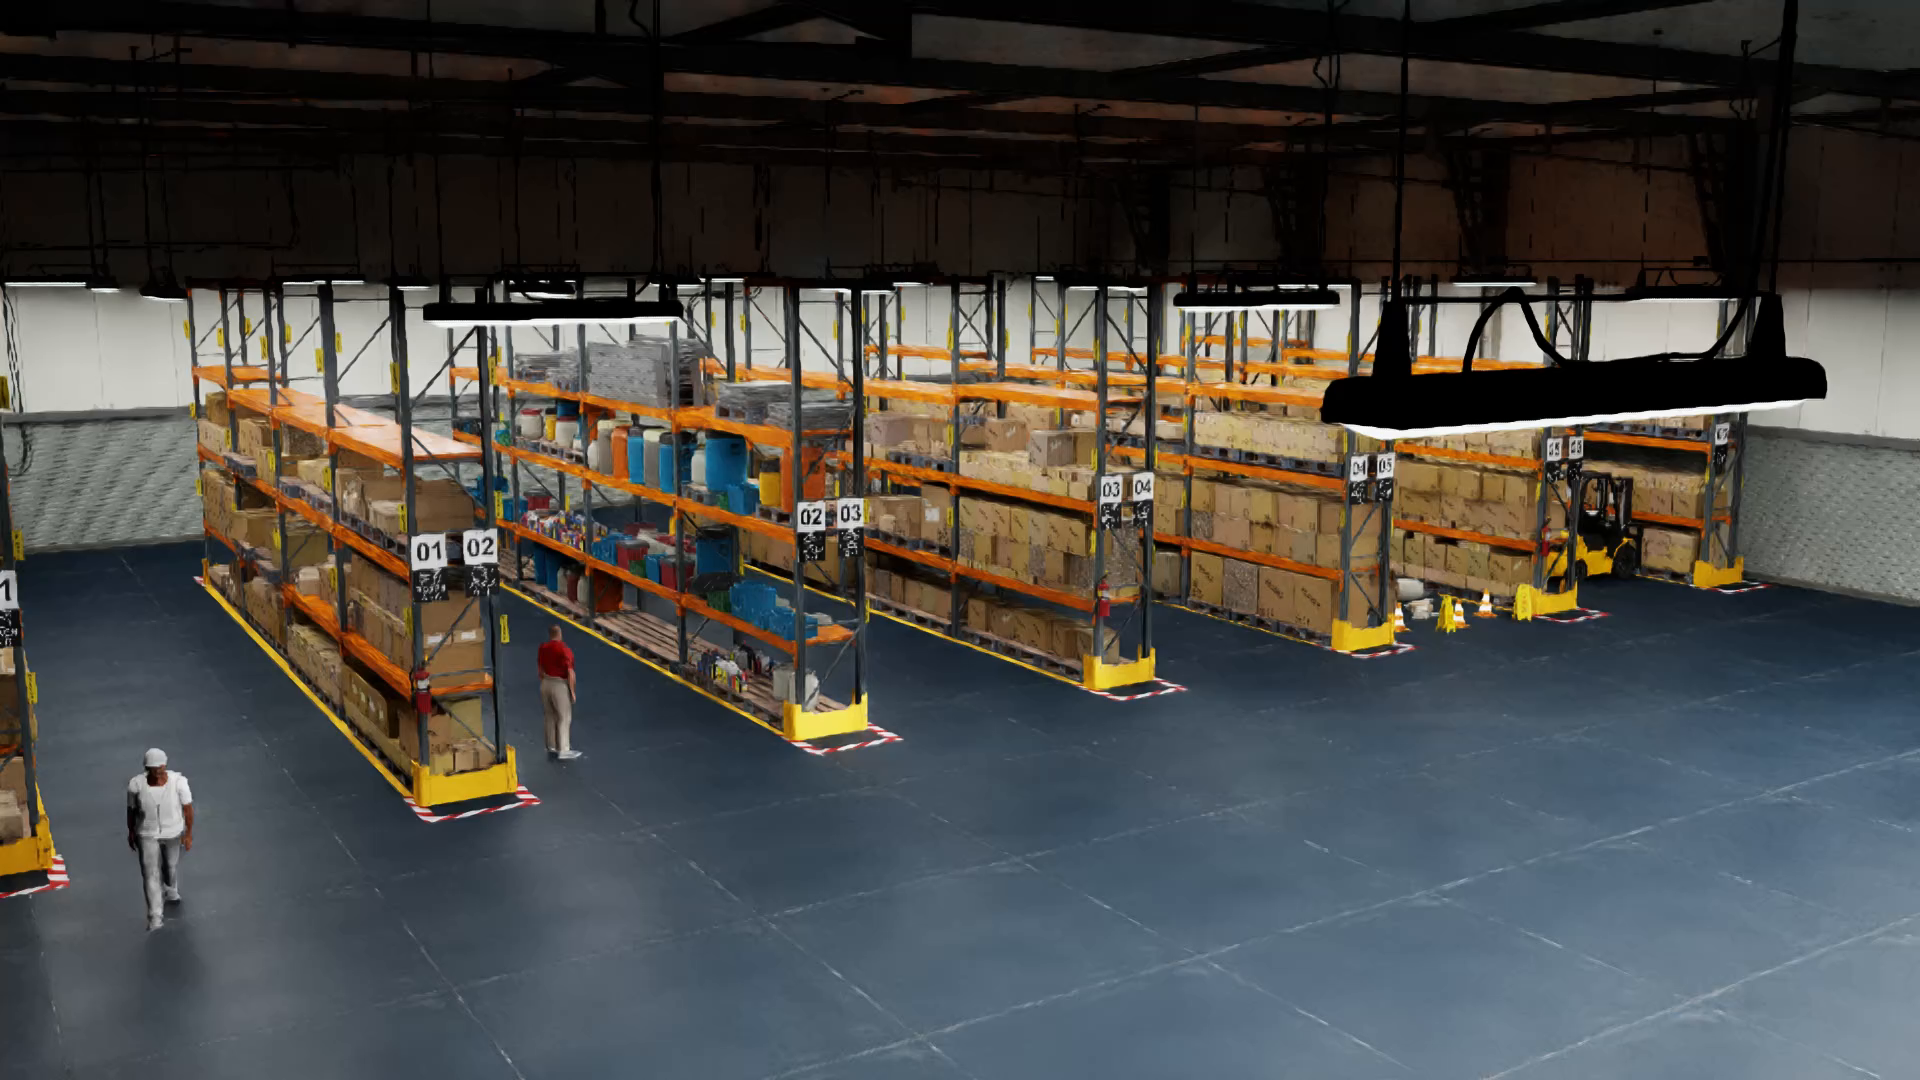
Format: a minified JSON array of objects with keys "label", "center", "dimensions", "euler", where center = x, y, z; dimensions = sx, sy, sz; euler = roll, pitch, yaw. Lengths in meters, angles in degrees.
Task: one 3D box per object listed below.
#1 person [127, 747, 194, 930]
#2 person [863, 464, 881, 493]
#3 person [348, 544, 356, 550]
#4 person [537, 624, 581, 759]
[{"label":"person","center":[-7.718,2.818,16.083],"dimensions":[0.580,1.685,1.121],"euler":[-5,11,-29]},{"label":"person","center":[-2.172,-1.653,42.413],"dimensions":[0.659,1.769,0.483],"euler":[4,10,21]},{"label":"person","center":[-12.981,-0.440,35.524],"dimensions":[0.719,1.713,0.578],"euler":[-6,12,-34]},{"label":"person","center":[-5.139,1.914,21.364],"dimensions":[0.593,1.733,0.457],"euler":[5,11,29]}]
